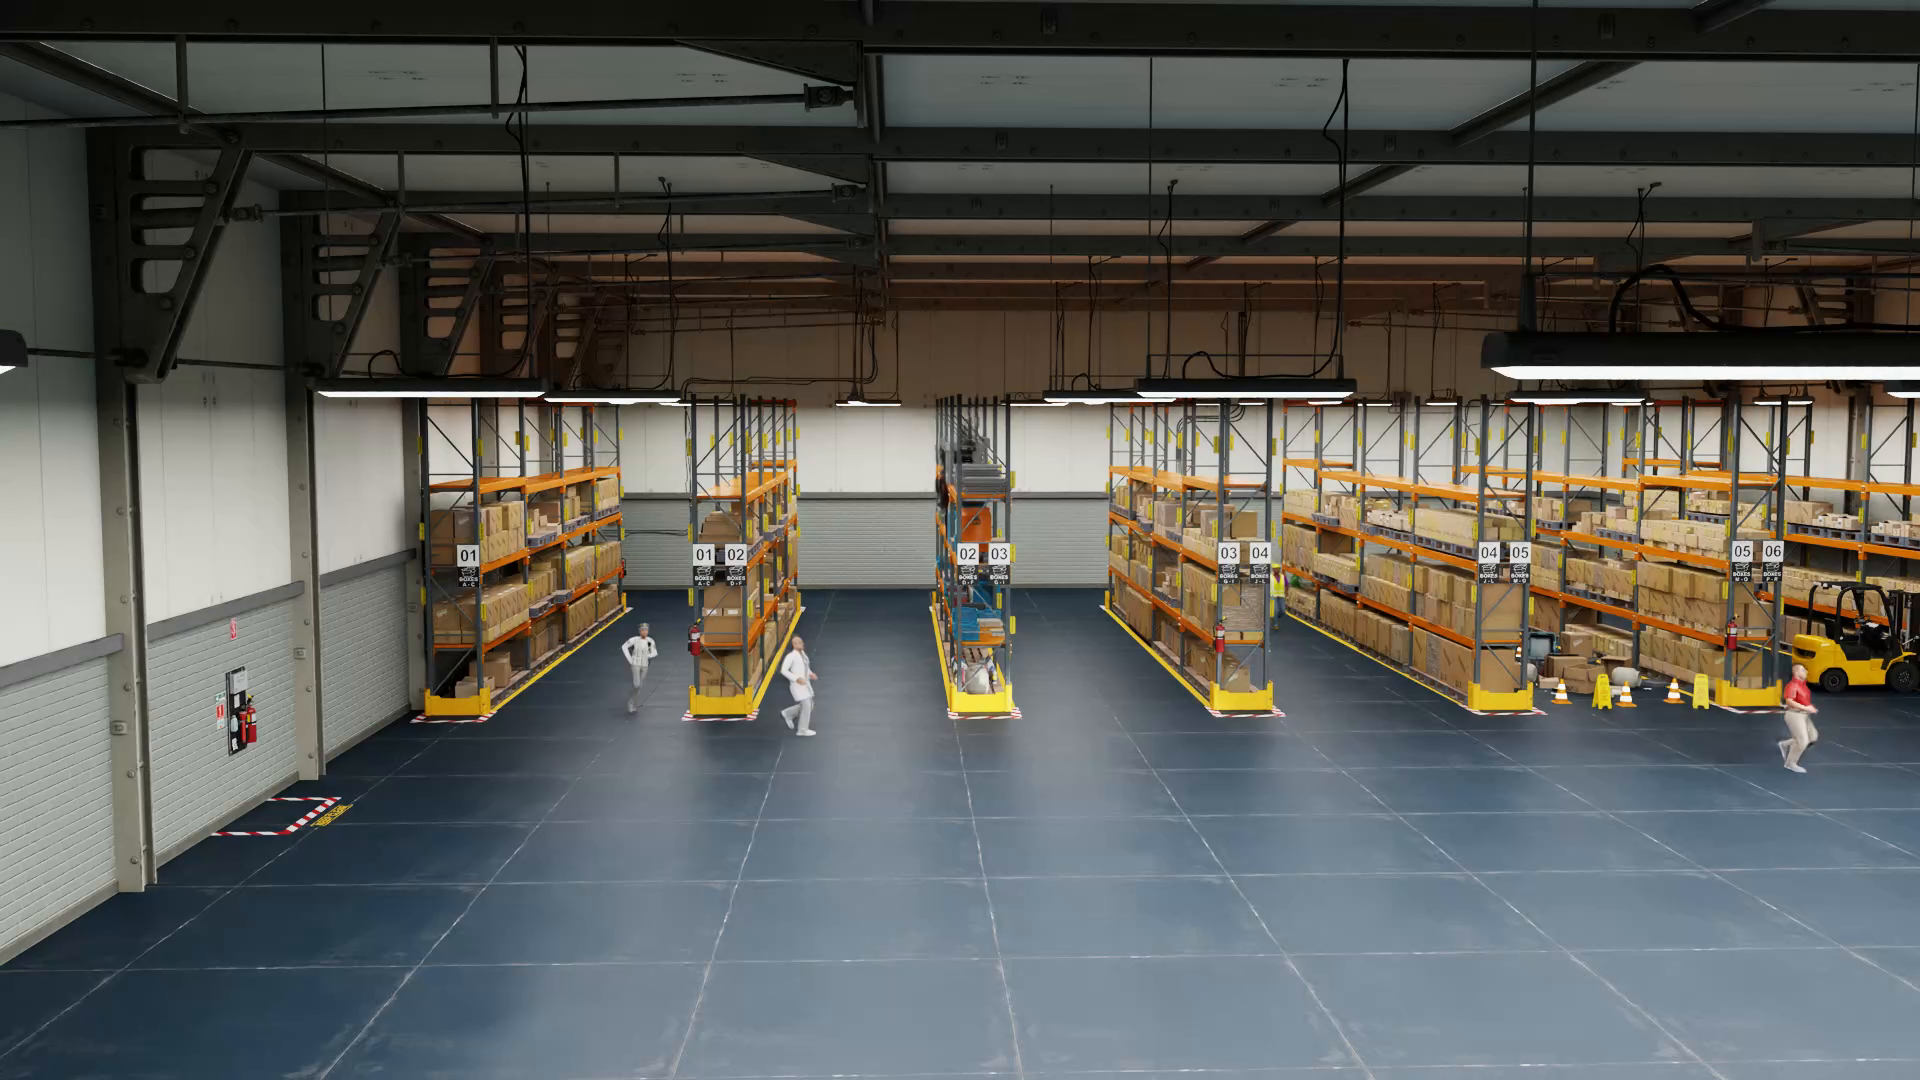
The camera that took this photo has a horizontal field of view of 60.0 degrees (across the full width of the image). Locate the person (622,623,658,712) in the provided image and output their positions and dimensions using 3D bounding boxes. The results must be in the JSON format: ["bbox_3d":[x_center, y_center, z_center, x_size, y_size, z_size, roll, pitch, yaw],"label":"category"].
[{"bbox_3d":[-6.063,2.420,31.584,0.602,1.725,0.626,-3,5,-30],"label":"person"}]

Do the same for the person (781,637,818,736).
[{"bbox_3d":[-2.853,2.562,29.162,0.731,1.729,0.694,2,5,25],"label":"person"}]

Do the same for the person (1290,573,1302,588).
[{"bbox_3d":[9.946,0.961,49.225,0.713,1.830,0.634,-2,5,-26],"label":"person"}]

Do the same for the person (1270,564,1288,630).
[{"bbox_3d":[8.207,1.472,43.106,0.696,1.718,0.605,-1,5,-7],"label":"person"}]

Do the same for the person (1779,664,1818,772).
[{"bbox_3d":[13.284,2.812,26.334,0.611,1.691,0.705,4,6,43],"label":"person"}]
